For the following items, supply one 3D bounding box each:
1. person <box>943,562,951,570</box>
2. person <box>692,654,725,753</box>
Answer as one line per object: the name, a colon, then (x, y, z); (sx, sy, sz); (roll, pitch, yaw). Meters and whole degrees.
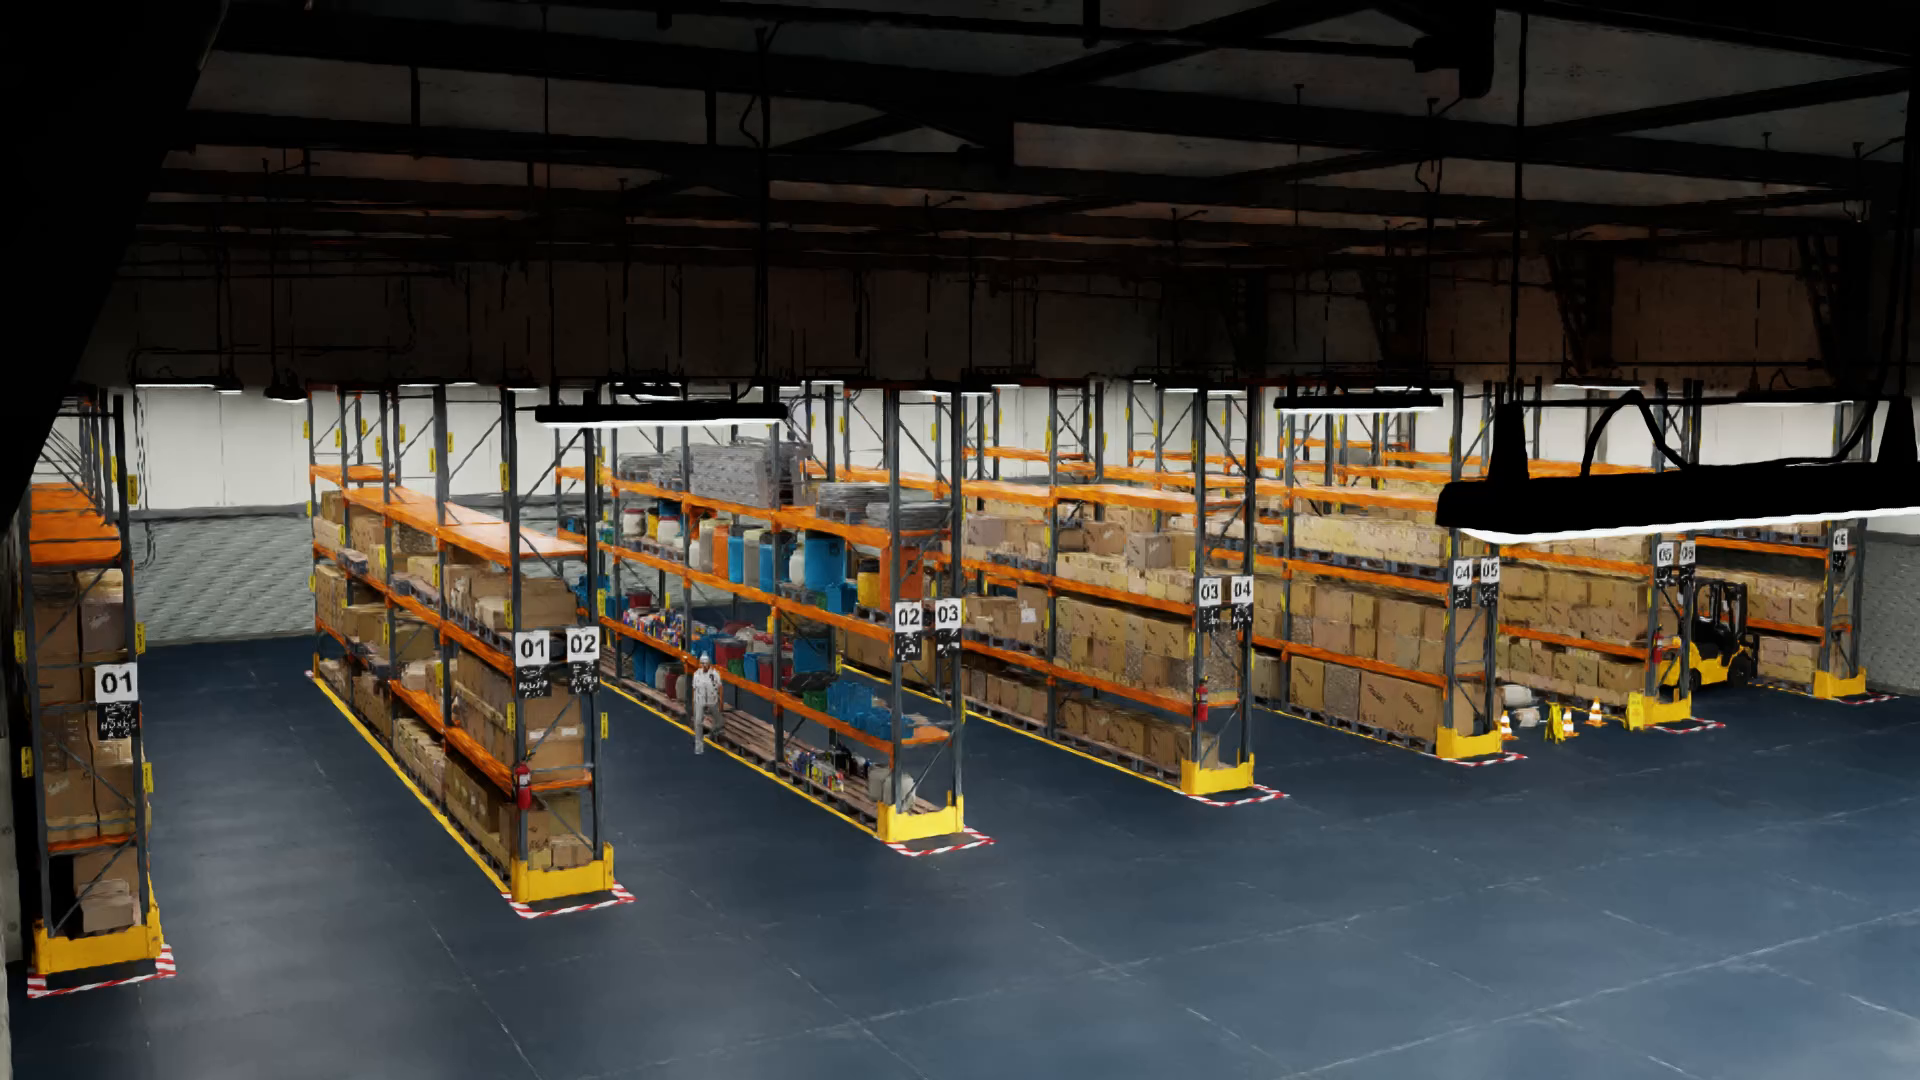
person: (-0.189, 0.986, 41.858); (0.705, 1.768, 0.513); (3, 7, 27)
person: (-4.124, 2.640, 27.227); (0.540, 1.598, 0.945); (-1, 6, -8)
